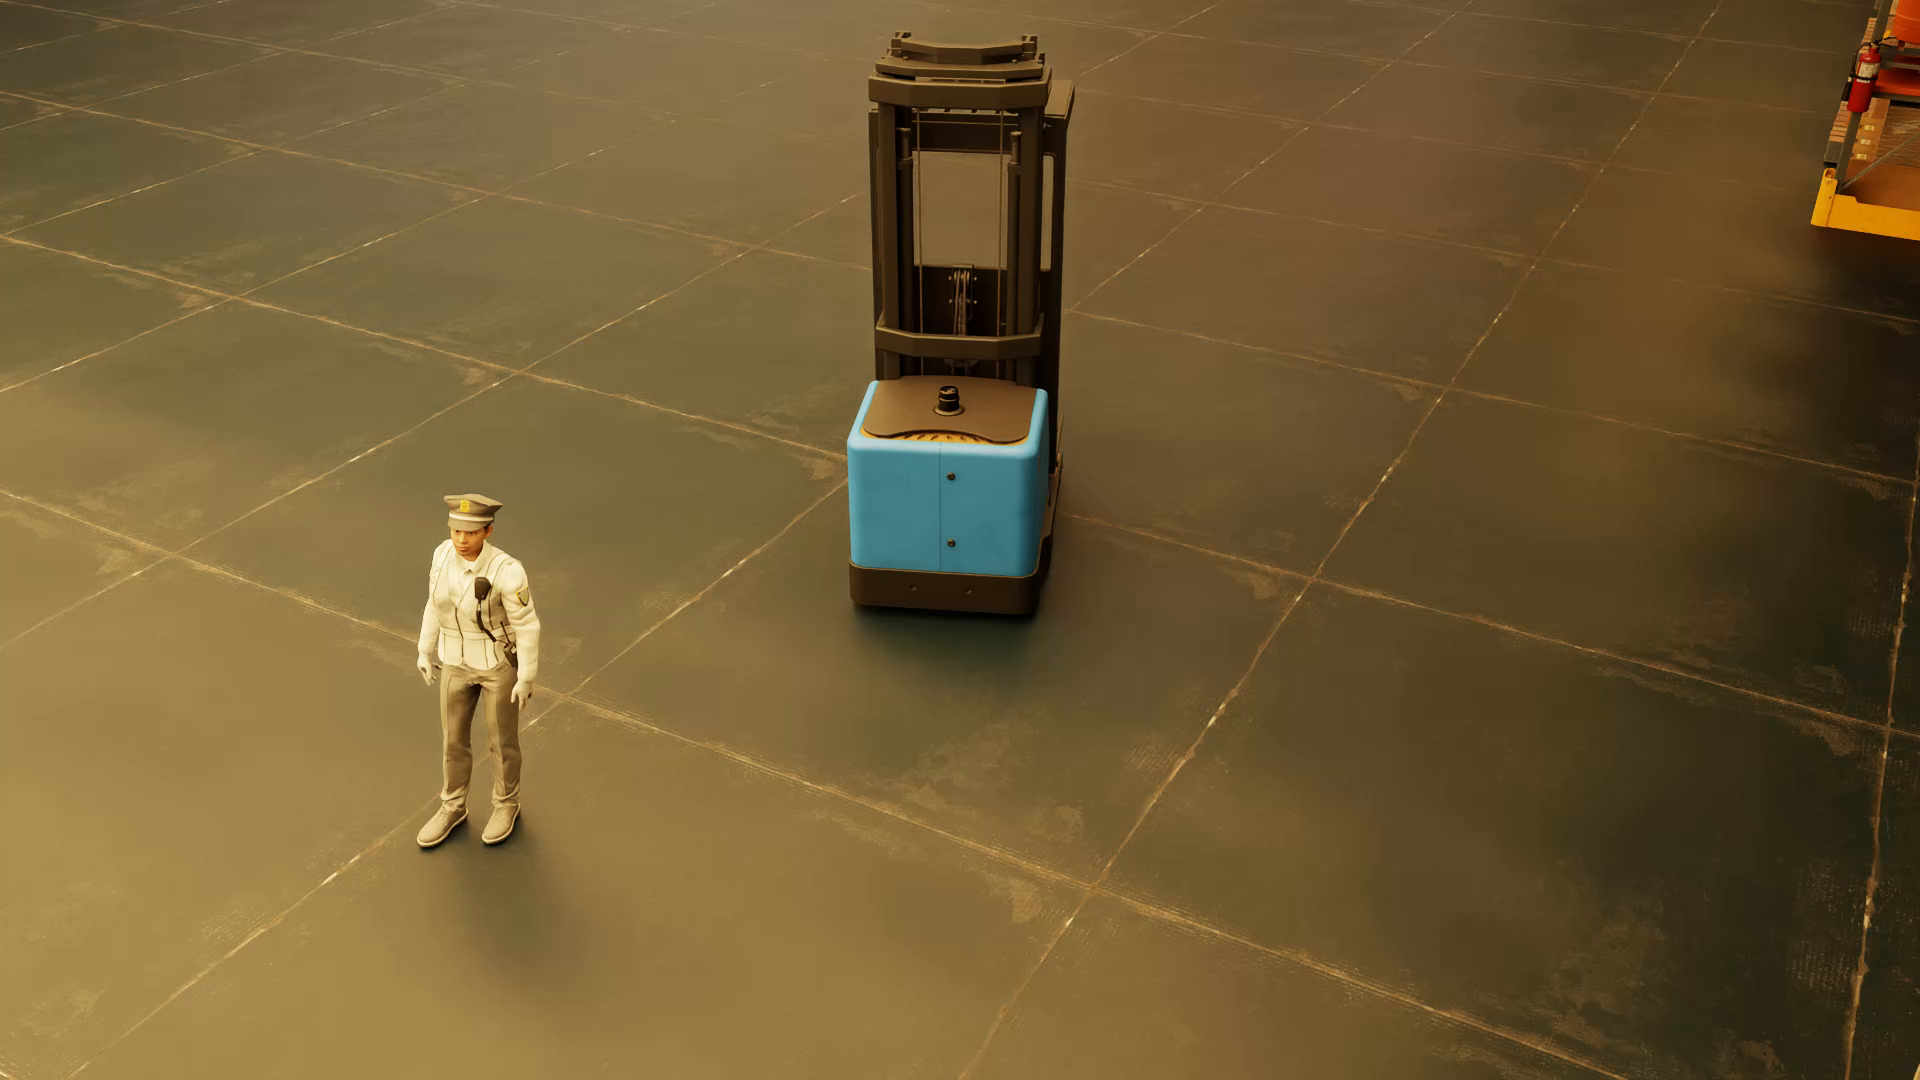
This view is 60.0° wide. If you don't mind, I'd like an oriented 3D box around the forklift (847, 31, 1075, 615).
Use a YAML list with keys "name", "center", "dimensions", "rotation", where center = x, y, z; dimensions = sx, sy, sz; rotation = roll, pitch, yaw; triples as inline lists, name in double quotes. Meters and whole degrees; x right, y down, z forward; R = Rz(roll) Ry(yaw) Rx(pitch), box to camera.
- name: "forklift"
  center: [0.072, -1.572, 9.794]
  dimensions: [1.130, 2.935, 3.031]
  rotation: [3, 30, 6]

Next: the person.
- name: "person"
  center: [-2.137, 0.578, 7.290]
  dimensions: [0.587, 1.695, 0.533]
  rotation: [9, 31, 15]
